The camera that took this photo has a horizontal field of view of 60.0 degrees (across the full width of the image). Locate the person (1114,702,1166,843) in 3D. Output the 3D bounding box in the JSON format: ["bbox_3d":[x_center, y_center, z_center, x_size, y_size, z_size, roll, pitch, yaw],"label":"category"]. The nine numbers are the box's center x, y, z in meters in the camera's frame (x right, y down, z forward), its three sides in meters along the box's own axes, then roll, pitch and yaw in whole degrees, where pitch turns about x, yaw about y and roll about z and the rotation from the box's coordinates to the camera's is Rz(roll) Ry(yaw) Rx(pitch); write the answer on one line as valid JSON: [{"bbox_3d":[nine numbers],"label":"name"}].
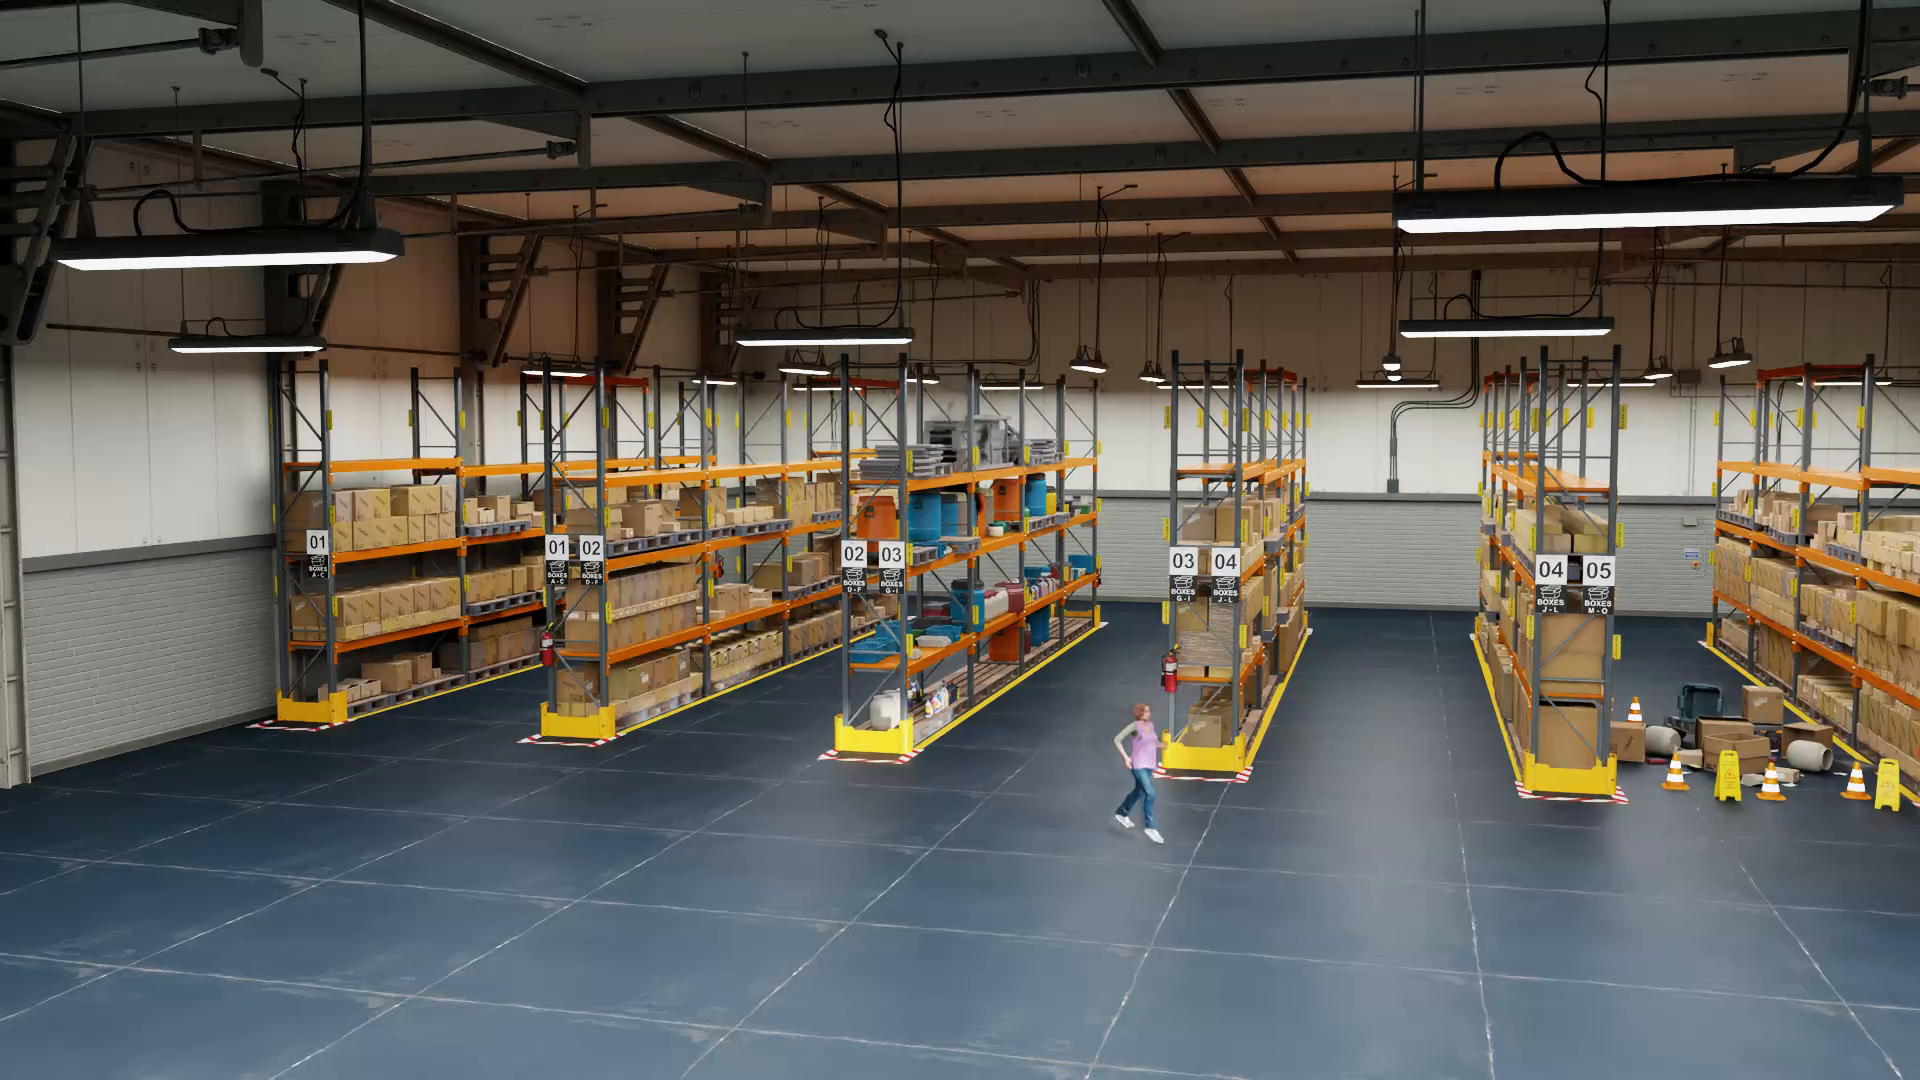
[{"bbox_3d":[2.159,2.756,19.960,0.757,1.636,0.514,3,5,39],"label":"person"}]
